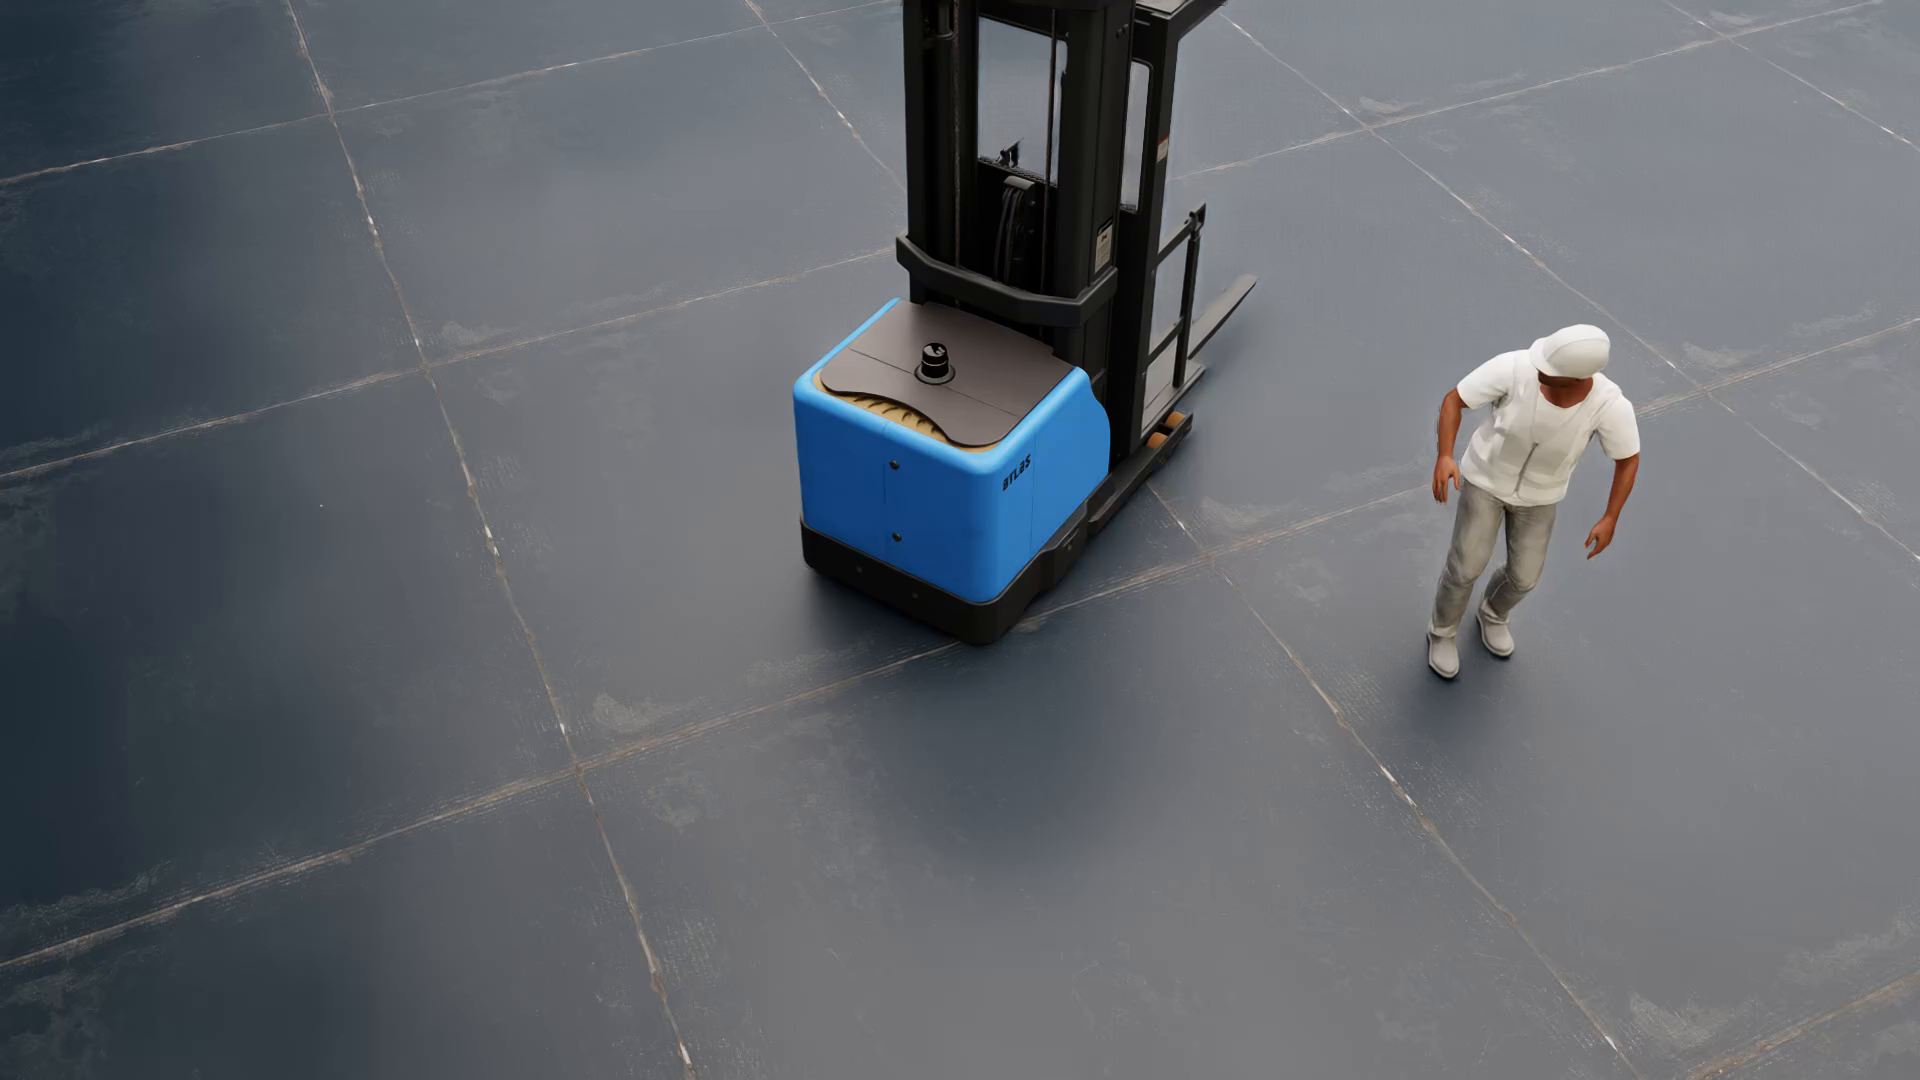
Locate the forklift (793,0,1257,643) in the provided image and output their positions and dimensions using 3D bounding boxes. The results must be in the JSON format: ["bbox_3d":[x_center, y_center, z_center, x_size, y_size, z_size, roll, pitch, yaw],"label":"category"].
[{"bbox_3d":[0.506,-1.600,7.394,1.130,2.935,3.031,24,48,24],"label":"forklift"}]

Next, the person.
[{"bbox_3d":[2.293,-0.166,6.745,0.778,1.727,0.510,9,44,9],"label":"person"}]
